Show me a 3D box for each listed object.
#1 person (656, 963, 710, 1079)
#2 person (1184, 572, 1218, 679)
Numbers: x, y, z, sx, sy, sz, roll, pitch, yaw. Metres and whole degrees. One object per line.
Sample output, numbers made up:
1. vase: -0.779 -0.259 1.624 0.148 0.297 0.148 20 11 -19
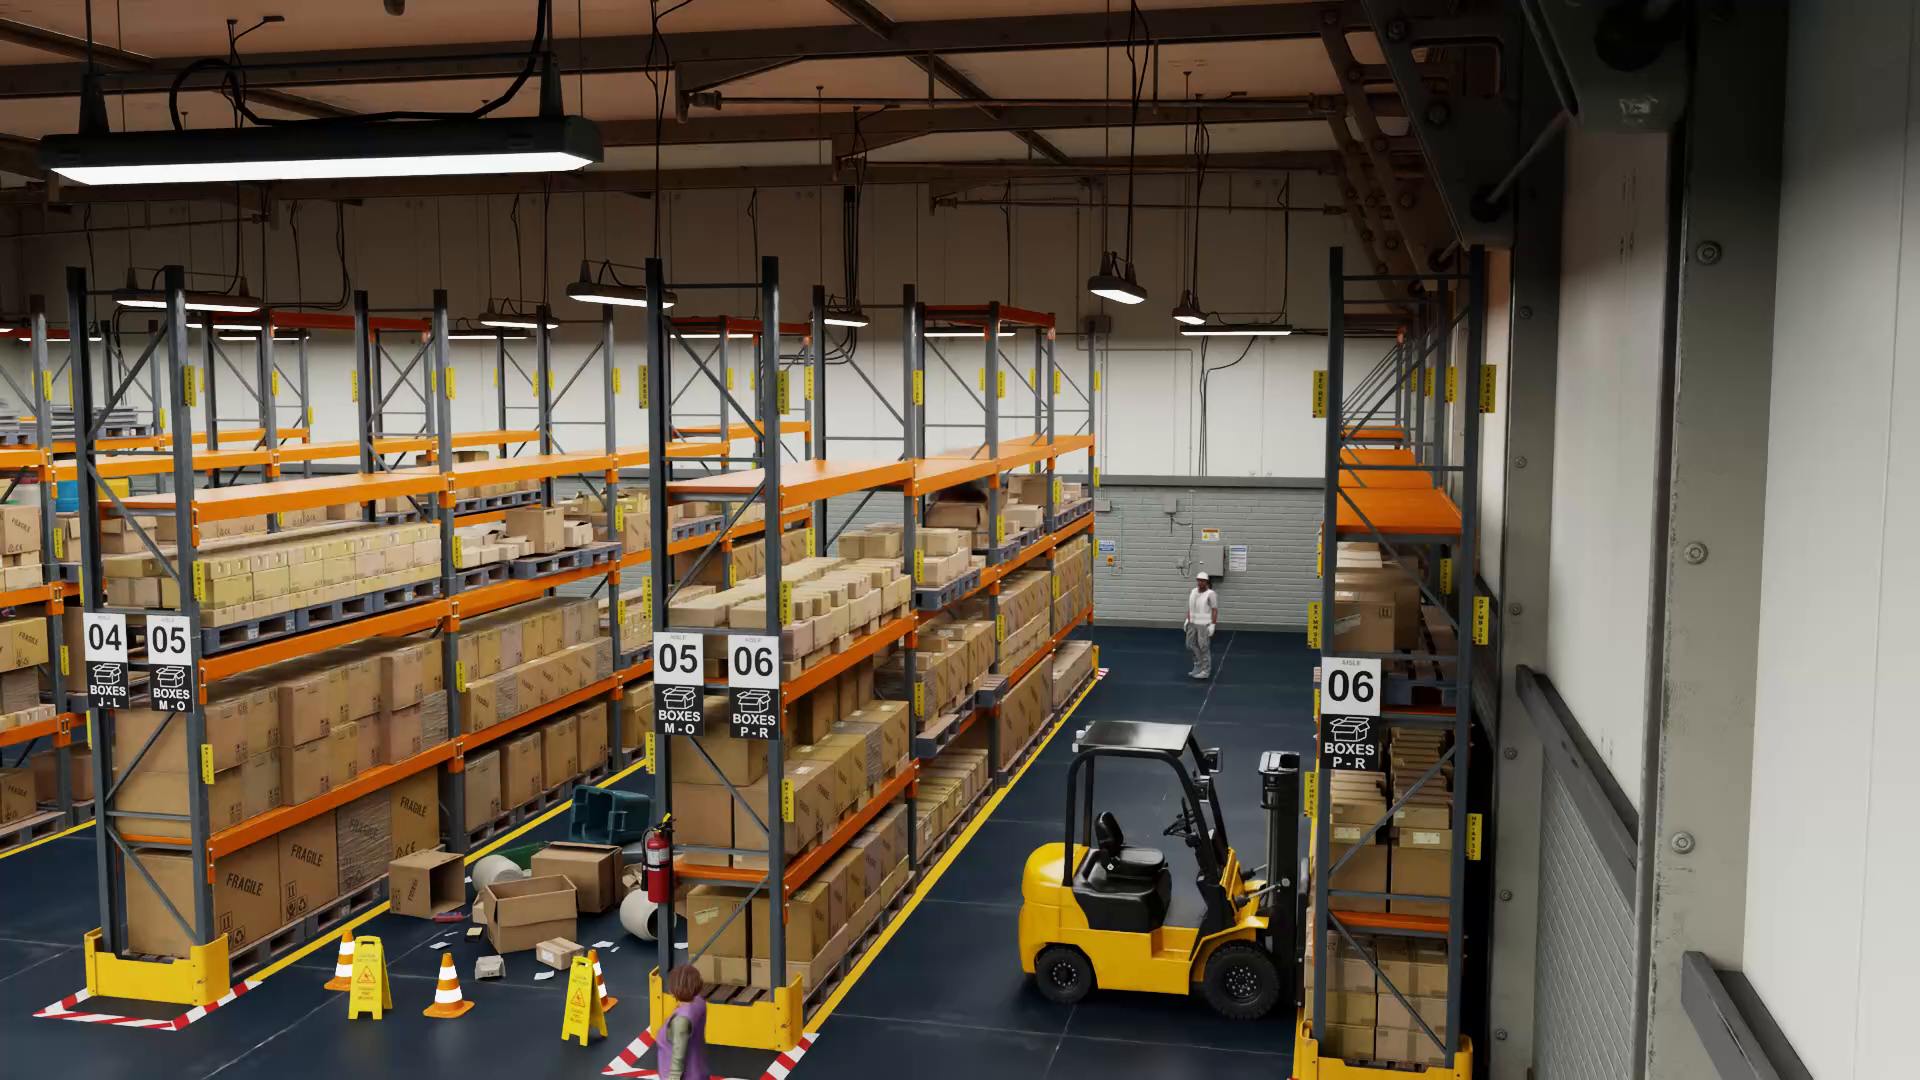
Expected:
1. person: -1.652 3.358 10.080 0.353 1.618 0.478 0 6 3
2. person: 4.066 1.447 28.082 0.456 1.809 0.603 -3 6 -25
